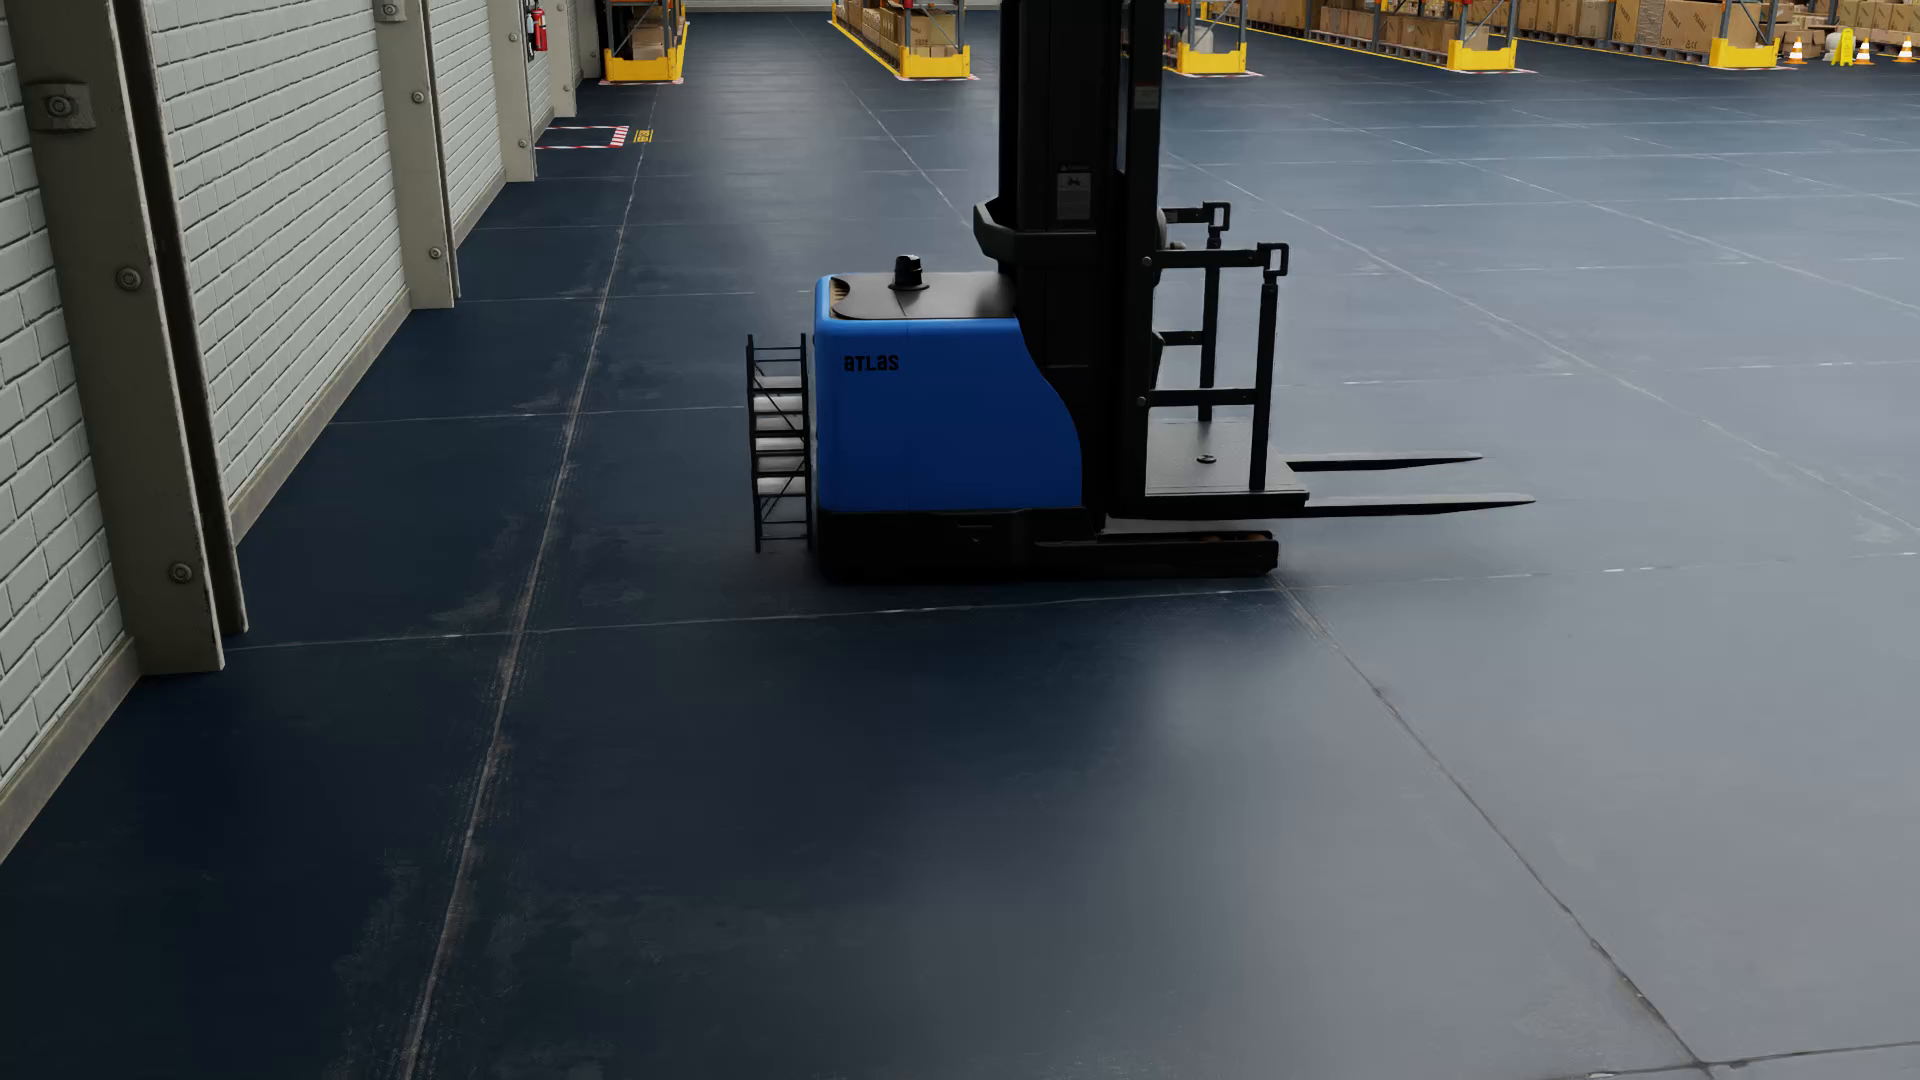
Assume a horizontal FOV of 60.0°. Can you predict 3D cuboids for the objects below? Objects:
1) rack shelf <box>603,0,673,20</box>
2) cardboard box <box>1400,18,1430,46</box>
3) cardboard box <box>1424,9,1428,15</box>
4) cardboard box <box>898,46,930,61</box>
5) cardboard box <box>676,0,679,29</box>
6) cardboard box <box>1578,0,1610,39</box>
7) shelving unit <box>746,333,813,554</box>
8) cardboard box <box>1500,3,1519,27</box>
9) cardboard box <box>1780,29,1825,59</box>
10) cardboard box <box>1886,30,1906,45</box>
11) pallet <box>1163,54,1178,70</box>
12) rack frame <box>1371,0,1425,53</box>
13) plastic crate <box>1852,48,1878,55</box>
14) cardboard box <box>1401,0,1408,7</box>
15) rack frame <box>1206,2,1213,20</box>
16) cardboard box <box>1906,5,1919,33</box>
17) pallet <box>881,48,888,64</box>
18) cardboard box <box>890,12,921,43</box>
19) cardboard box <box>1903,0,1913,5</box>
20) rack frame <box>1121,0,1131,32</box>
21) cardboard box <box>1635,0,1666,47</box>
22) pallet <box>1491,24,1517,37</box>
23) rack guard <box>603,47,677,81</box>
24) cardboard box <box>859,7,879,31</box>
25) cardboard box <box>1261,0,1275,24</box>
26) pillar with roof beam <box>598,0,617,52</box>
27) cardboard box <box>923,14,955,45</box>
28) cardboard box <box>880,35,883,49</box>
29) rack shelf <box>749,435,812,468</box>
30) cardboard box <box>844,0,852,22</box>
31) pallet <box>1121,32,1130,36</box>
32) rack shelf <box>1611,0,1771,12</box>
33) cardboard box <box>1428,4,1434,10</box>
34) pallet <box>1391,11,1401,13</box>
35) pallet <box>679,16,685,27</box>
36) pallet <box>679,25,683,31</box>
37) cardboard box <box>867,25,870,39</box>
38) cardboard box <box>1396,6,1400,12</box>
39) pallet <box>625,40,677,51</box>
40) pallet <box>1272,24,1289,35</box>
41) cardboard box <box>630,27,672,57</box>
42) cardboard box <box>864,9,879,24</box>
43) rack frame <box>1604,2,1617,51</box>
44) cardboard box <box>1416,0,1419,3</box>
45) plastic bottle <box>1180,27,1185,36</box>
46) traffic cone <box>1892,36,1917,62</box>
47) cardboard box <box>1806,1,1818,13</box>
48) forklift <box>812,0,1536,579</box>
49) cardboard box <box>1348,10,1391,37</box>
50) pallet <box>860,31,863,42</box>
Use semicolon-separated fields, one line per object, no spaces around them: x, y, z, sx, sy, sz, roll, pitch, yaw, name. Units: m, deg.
-5.622;-9.464;29.297;1.077;0.370;4.000;-3;21;-8;rack shelf
8.903;-9.931;32.490;0.500;0.500;0.500;4;21;9;cardboard box
12.021;-13.567;42.727;0.380;0.149;0.250;-3;21;-8;cardboard box
-0.802;-8.439;28.855;0.500;0.250;0.500;-3;21;-8;cardboard box
-6.583;-11.633;36.549;0.750;0.750;0.750;-3;21;-8;cardboard box
13.539;-10.812;34.492;1.050;0.750;0.750;-3;21;-8;cardboard box
-0.756;-0.404;7.010;0.258;0.900;0.210;-2;21;-4;shelving unit
12.787;-12.084;38.255;0.500;0.500;0.500;-3;21;-8;cardboard box
16.419;-9.669;32.386;0.637;0.503;0.797;17;27;39;cardboard box
18.647;-9.894;32.749;0.500;0.250;0.500;-4;21;-10;cardboard box
4.300;-8.608;29.961;1.003;0.211;1.213;-3;21;-8;pallet
8.794;-11.243;33.032;1.000;3.000;0.127;-3;21;-8;rack frame
18.016;-9.790;33.315;0.402;0.080;0.583;-11;23;-26;plastic crate
11.845;-14.147;43.856;0.380;0.149;0.250;-2;21;-6;cardboard box
7.065;-15.398;44.156;1.000;3.000;0.127;-3;21;-8;rack frame
18.725;-10.063;32.130;0.500;0.500;0.500;-2;21;-6;cardboard box
-0.936;-9.161;31.443;1.003;0.211;1.213;-3;21;-8;pallet
-0.963;-9.136;29.648;0.500;0.500;0.500;-3;21;-8;cardboard box
18.615;-10.489;32.342;0.380;0.149;0.250;-2;21;-5;cardboard box
3.317;-12.378;36.071;1.000;3.000;0.127;-3;21;-8;rack frame
13.872;-10.127;32.479;0.875;0.875;0.875;-3;21;-7;cardboard box
13.029;-11.808;38.529;1.003;0.211;1.213;-3;21;-8;pallet
-5.345;-7.964;27.825;1.175;0.500;0.348;-3;21;-8;rack guard
-1.953;-11.477;36.602;0.500;0.500;0.500;-2;21;-6;cardboard box
7.883;-12.685;39.328;1.225;0.875;0.875;-4;21;-10;cardboard box
-2.896;-14.413;32.943;9.100;9.000;0.400;-3;21;-8;pillar with roof beam
-0.364;-8.990;29.257;0.500;0.500;0.500;-3;21;-8;cardboard box
-1.242;-9.478;31.635;0.500;0.250;0.500;-3;21;-8;cardboard box
-0.756;-0.373;7.022;0.258;0.077;0.200;-2;21;-4;rack shelf
-2.525;-12.733;39.964;0.500;0.500;0.500;-3;21;-8;cardboard box
3.390;-10.802;35.836;1.003;0.211;1.213;-3;21;-8;pallet
14.005;-10.429;31.880;1.077;0.370;4.000;-3;21;-8;rack shelf
12.097;-13.507;42.142;0.380;0.149;0.250;-4;21;-10;cardboard box
12.080;-13.998;44.392;1.003;0.211;1.213;-3;21;-8;pallet
-7.448;-13.069;41.907;1.003;0.211;1.213;-3;21;-8;pallet
-6.878;-11.694;38.224;1.003;0.211;1.213;-3;21;-8;pallet
-1.646;-10.489;34.341;0.500;0.250;0.500;-3;21;-9;cardboard box
11.865;-14.190;44.397;0.380;0.149;0.250;-3;21;-8;cardboard box
-6.203;-9.880;33.368;1.003;0.211;1.213;-3;21;-8;pallet
8.006;-12.020;39.098;1.003;0.211;1.213;-3;21;-8;pallet
-5.483;-8.842;29.547;0.700;0.500;0.500;-4;21;-11;cardboard box
-1.717;-10.924;34.704;0.500;0.311;0.500;-3;21;-9;cardboard box
13.717;-11.459;33.608;1.000;3.000;0.127;-3;21;-8;rack frame
11.994;-13.926;42.839;0.380;0.149;0.250;-4;21;-10;cardboard box
4.299;-9.684;32.014;0.144;0.351;0.185;-4;21;-10;plastic bottle
17.839;-9.254;31.331;0.336;0.463;0.334;-3;21;-8;traffic cone
22.498;-13.942;43.502;0.500;0.311;0.500;-2;21;-6;cardboard box
0.901;-1.406;6.793;3.031;2.935;1.130;-2;21;-4;forklift
8.596;-10.852;34.928;0.700;0.500;0.500;-5;21;-12;cardboard box
-1.656;-11.084;36.591;1.003;0.211;1.213;-3;21;-8;pallet
